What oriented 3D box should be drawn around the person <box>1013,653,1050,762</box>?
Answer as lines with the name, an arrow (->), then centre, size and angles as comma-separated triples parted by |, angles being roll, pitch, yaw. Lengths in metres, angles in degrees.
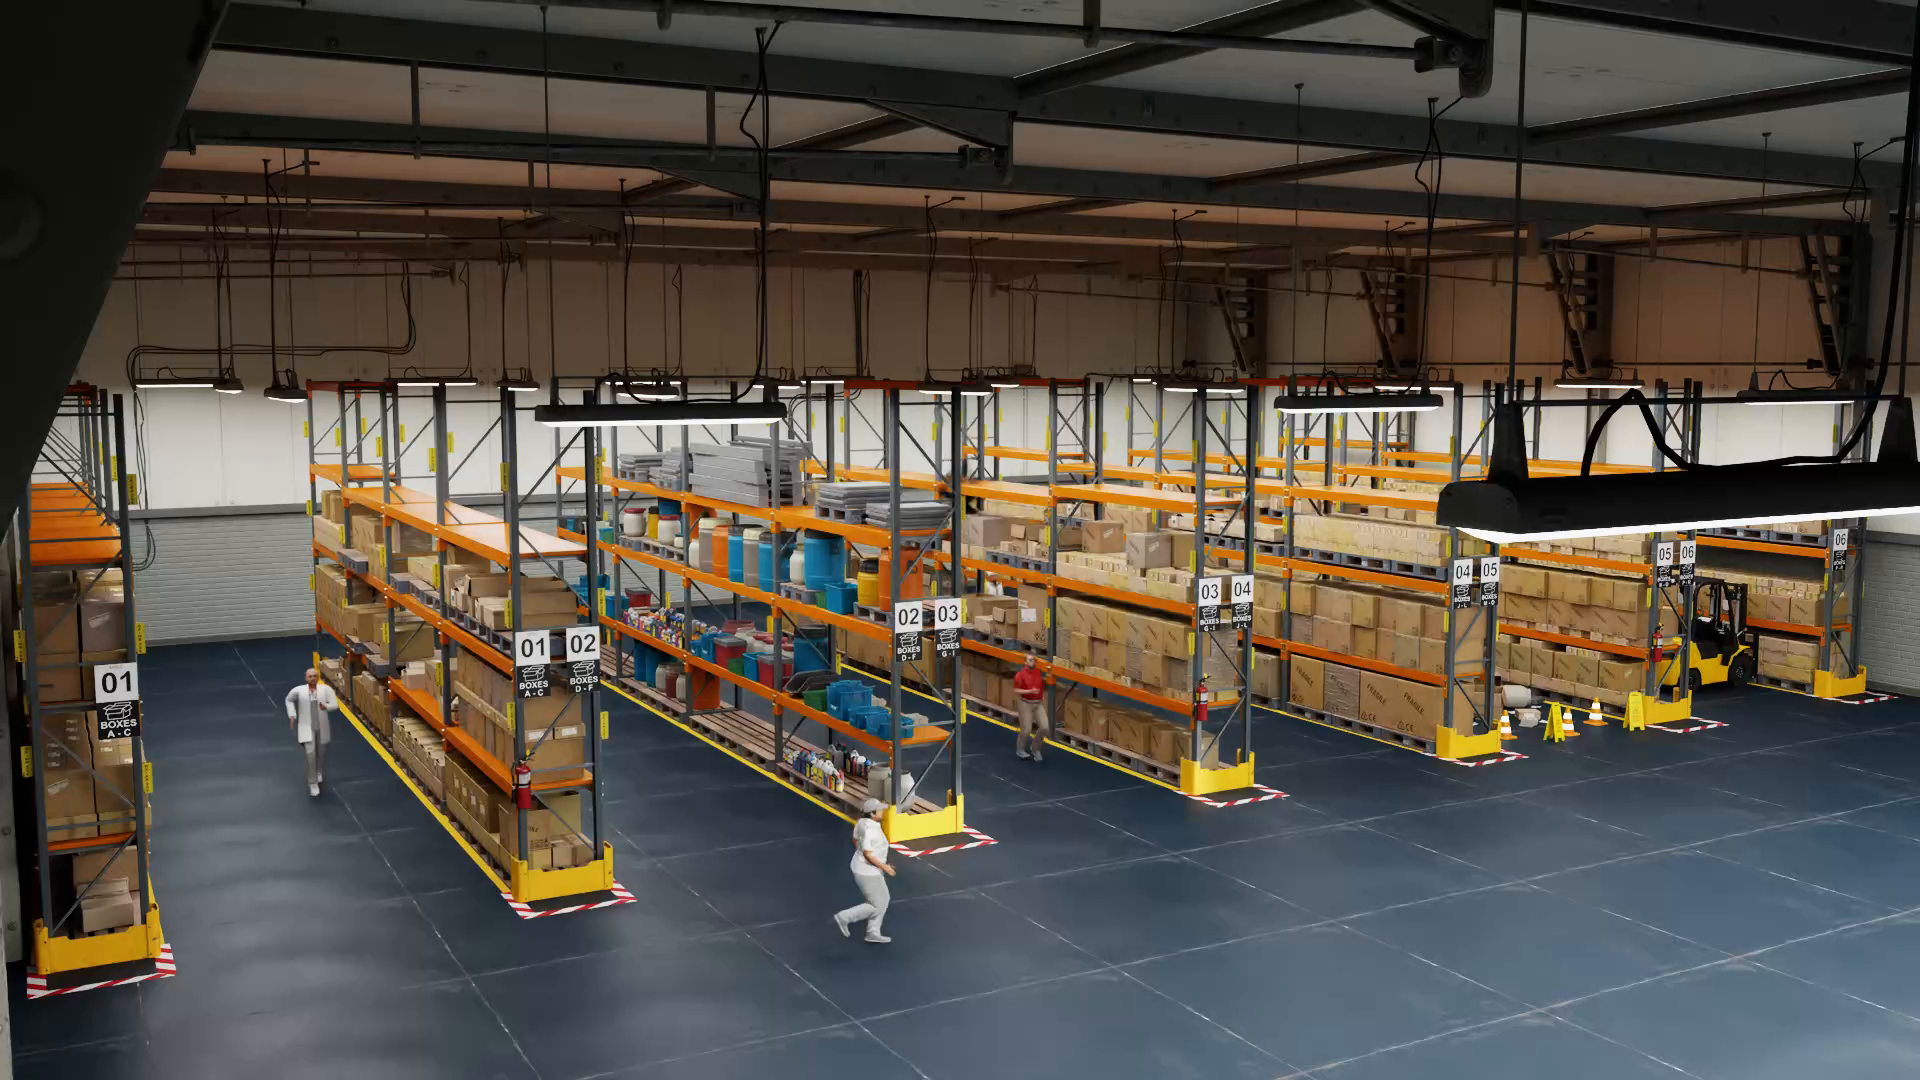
person -> 1.153, 2.684, 26.427 | 0.641, 1.764, 0.697 | -4, 7, -31

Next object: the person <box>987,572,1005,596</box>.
person -> 0.726, 1.531, 37.089 | 0.670, 1.770, 0.830 | -4, 7, -30

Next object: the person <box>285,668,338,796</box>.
person -> -9.594, 2.809, 24.694 | 0.689, 1.794, 0.983 | -4, 7, -31

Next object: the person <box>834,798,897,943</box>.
person -> -1.063, 3.617, 18.098 | 0.666, 1.627, 0.595 | -1, 6, -14
